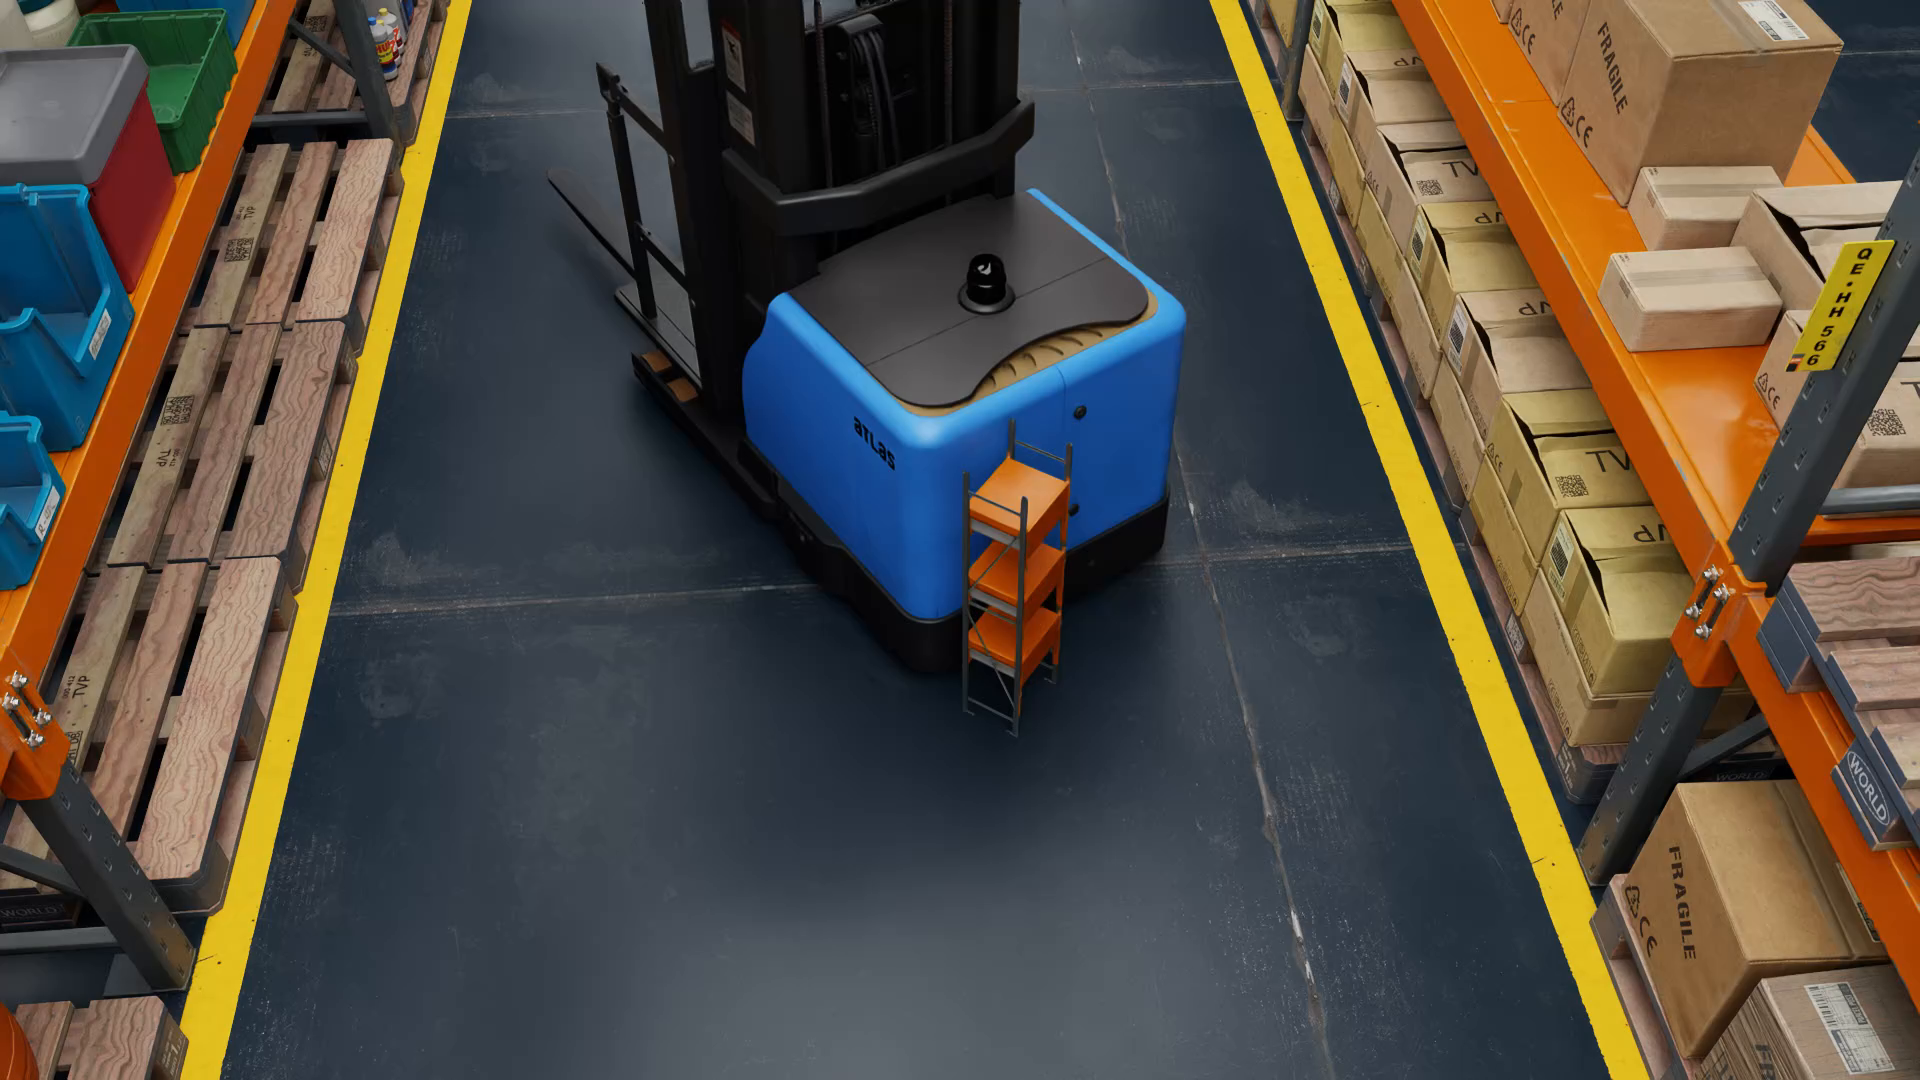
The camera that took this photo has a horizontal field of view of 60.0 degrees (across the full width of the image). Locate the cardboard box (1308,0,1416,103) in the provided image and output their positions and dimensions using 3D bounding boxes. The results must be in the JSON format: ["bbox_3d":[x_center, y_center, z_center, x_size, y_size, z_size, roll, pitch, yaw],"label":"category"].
[{"bbox_3d":[1.760,-2.073,6.866,0.500,0.311,0.500,-3,47,-3],"label":"cardboard box"}]

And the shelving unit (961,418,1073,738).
[{"bbox_3d":[0.159,0.138,4.896,0.215,1.050,0.252,24,51,21],"label":"shelving unit"}]

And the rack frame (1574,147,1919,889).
[{"bbox_3d":[2.308,-0.101,3.780,1.000,3.000,0.127,-3,47,-3],"label":"rack frame"}]

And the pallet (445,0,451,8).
[{"bbox_3d":[-3.083,-3.111,8.551,1.003,0.211,1.213,-3,47,-3],"label":"pallet"}]

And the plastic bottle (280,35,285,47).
[{"bbox_3d":[-3.160,-2.395,7.473,0.144,0.351,0.185,-3,47,-3],"label":"plastic bottle"}]

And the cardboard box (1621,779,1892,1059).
[{"bbox_3d":[2.061,0.954,4.199,0.500,0.500,0.500,-2,47,-2],"label":"cardboard box"}]

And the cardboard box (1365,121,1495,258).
[{"bbox_3d":[1.841,-1.336,6.168,0.500,0.311,0.500,-5,47,-5],"label":"cardboard box"}]

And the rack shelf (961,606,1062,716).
[{"bbox_3d":[0.159,0.336,5.106,0.215,0.259,0.240,24,51,21],"label":"rack shelf"}]

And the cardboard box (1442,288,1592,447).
[{"bbox_3d":[1.929,-0.598,5.469,0.500,0.311,0.500,-4,47,-4],"label":"cardboard box"}]

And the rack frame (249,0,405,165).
[{"bbox_3d":[-2.963,-2.697,6.238,1.000,3.000,0.127,-3,47,-3],"label":"rack frame"}]

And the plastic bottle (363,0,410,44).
[{"bbox_3d":[-2.607,-2.401,7.531,0.152,0.276,0.135,-2,47,-2],"label":"plastic bottle"}]

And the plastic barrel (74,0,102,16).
[{"bbox_3d":[-3.101,-2.038,5.521,0.433,0.535,0.433,0,47,0],"label":"plastic barrel"}]

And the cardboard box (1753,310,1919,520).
[{"bbox_3d":[2.321,-0.336,4.064,0.500,0.311,0.500,-1,47,-1],"label":"cardboard box"}]

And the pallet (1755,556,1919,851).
[{"bbox_3d":[2.435,0.451,3.389,1.213,0.211,1.003,-3,47,-3],"label":"pallet"}]

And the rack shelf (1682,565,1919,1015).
[{"bbox_3d":[2.476,1.593,2.671,1.077,0.370,4.000,-3,47,-3],"label":"rack shelf"}]

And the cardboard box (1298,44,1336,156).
[{"bbox_3d":[1.760,-1.887,7.076,0.500,0.250,0.500,-5,47,-4],"label":"cardboard box"}]

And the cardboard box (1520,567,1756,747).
[{"bbox_3d":[2.021,0.334,4.972,0.500,0.250,0.500,-2,47,-2],"label":"cardboard box"}]

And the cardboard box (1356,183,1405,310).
[{"bbox_3d":[1.848,-1.143,6.371,0.500,0.250,0.500,-5,47,-5],"label":"cardboard box"}]

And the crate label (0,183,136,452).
[{"bbox_3d":[-2.442,-0.550,4.181,0.502,0.435,0.616,-3,47,-3],"label":"crate label"}]

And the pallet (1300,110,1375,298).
[{"bbox_3d":[2.074,-1.506,7.031,1.003,0.211,1.213,-3,47,-3],"label":"pallet"}]

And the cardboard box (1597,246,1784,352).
[{"bbox_3d":[1.958,-0.649,4.472,0.380,0.149,0.250,-3,47,-3],"label":"cardboard box"}]

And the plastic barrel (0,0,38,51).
[{"bbox_3d":[-3.040,-1.507,5.018,0.433,0.535,0.433,0,47,0],"label":"plastic barrel"}]

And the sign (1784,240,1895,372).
[{"bbox_3d":[1.755,-0.463,3.325,0.100,0.325,0.005,-3,47,-3],"label":"sign"}]

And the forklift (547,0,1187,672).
[{"bbox_3d":[-0.567,-1.627,5.272,1.130,2.935,3.031,-27,52,-23],"label":"forklift"}]

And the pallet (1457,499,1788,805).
[{"bbox_3d":[2.278,0.260,5.359,1.003,0.211,1.213,-3,47,-3],"label":"pallet"}]

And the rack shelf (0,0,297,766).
[{"bbox_3d":[-2.796,-1.003,5.129,1.077,0.370,4.000,-3,47,-3],"label":"rack shelf"}]

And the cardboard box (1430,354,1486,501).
[{"bbox_3d":[1.935,-0.403,5.670,0.500,0.250,0.500,-3,47,-2],"label":"cardboard box"}]

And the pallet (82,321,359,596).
[{"bbox_3d":[-2.753,-0.288,5.877,1.003,0.211,1.213,-3,47,-3],"label":"pallet"}]

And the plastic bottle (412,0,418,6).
[{"bbox_3d":[-2.633,-2.683,7.747,0.144,0.351,0.185,-5,47,-5],"label":"plastic bottle"}]

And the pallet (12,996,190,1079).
[{"bbox_3d":[-2.521,1.724,3.972,1.003,0.211,1.213,-3,47,-3],"label":"pallet"}]

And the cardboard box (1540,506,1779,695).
[{"bbox_3d":[2.019,0.143,4.767,0.500,0.311,0.500,-2,47,-2],"label":"cardboard box"}]

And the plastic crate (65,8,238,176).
[{"bbox_3d":[-2.536,-1.381,5.138,0.450,0.188,0.662,-3,47,-3],"label":"plastic crate"}]

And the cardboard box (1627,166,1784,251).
[{"bbox_3d":[2.145,-0.934,4.742,0.380,0.149,0.250,0,47,0],"label":"cardboard box"}]

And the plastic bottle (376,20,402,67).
[{"bbox_3d":[-2.561,-2.217,7.408,0.097,0.201,0.097,0,47,0],"label":"plastic bottle"}]

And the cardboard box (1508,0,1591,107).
[{"bbox_3d":[2.107,-1.730,5.253,0.500,0.500,0.500,-3,47,-3],"label":"cardboard box"}]

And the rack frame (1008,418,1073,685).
[{"bbox_3d":[0.223,0.063,4.967,0.200,1.050,0.008,24,51,21],"label":"rack frame"}]
